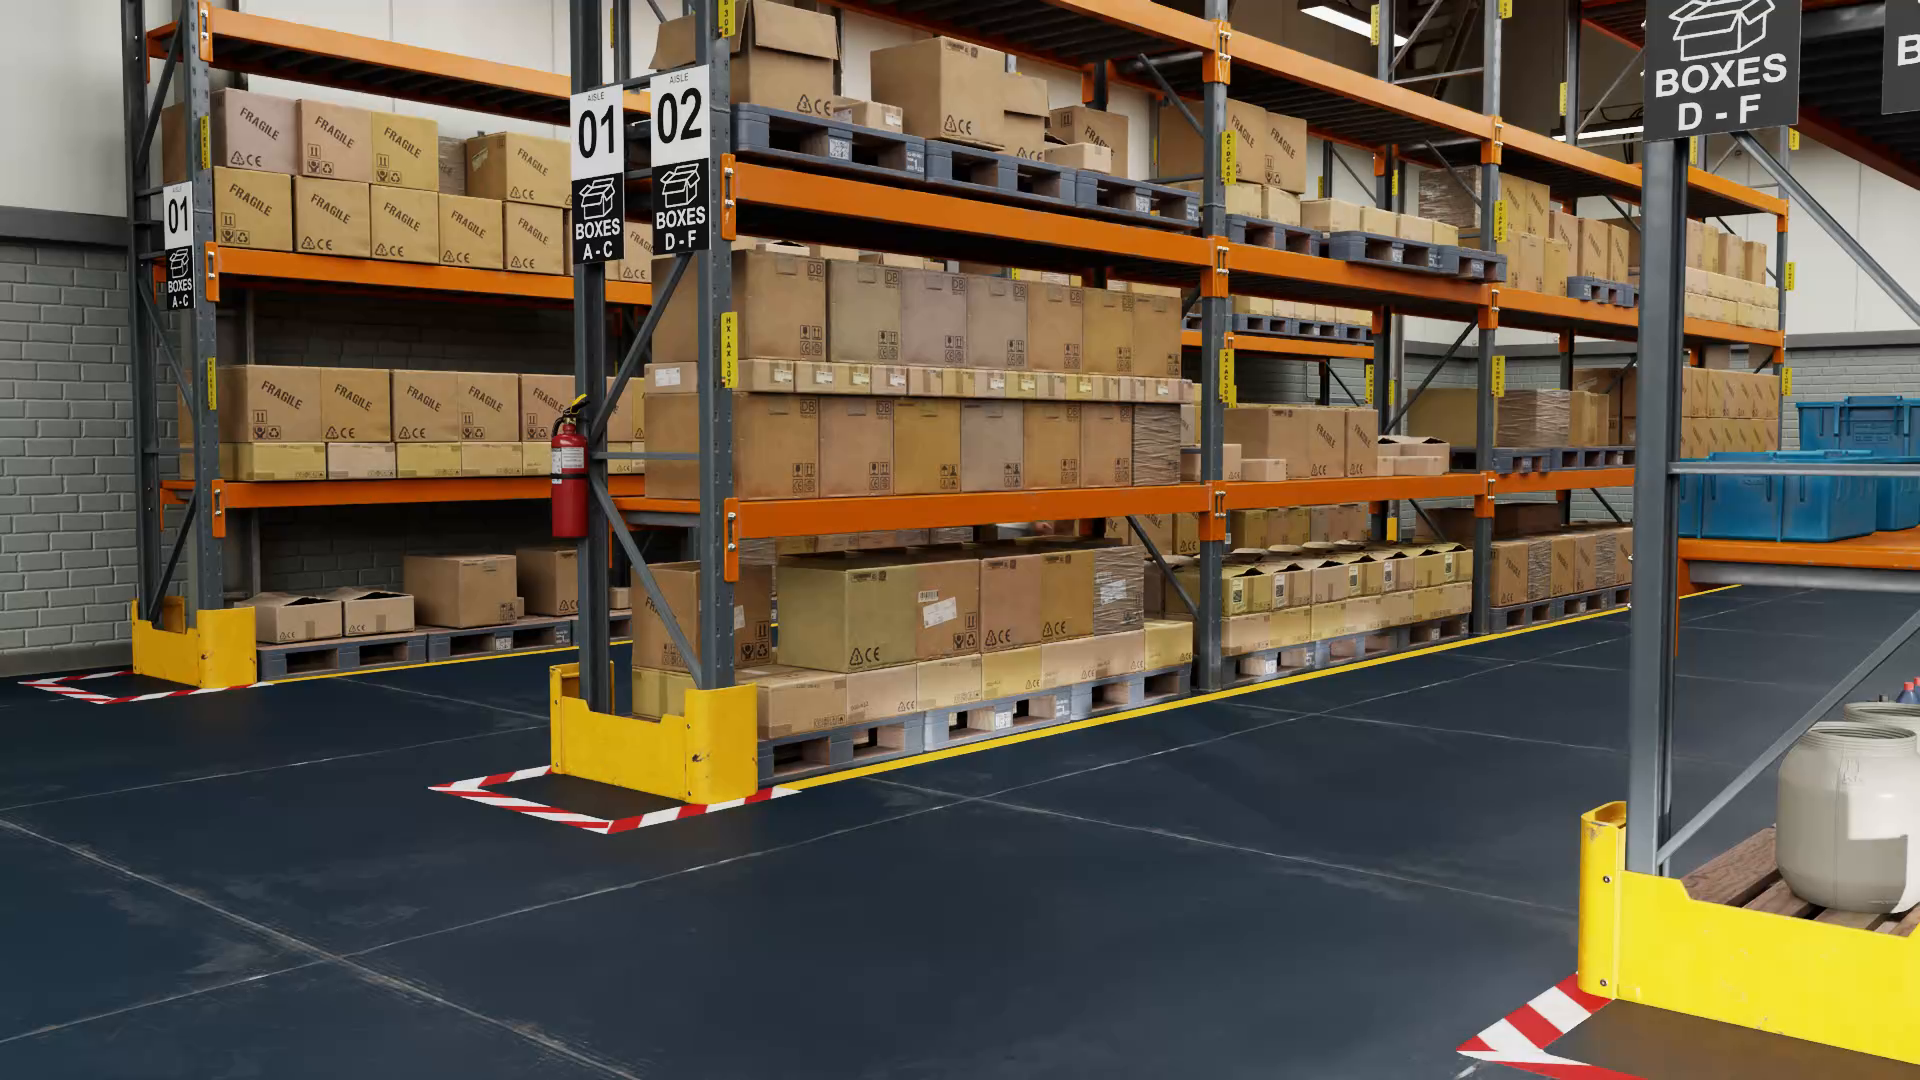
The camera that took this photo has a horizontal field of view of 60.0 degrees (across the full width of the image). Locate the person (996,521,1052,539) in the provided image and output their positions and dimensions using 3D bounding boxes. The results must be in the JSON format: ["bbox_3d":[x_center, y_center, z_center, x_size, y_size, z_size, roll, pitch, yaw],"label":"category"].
[{"bbox_3d":[0.580,-0.083,12.902,0.558,1.772,0.495,3,5,41],"label":"person"}]
